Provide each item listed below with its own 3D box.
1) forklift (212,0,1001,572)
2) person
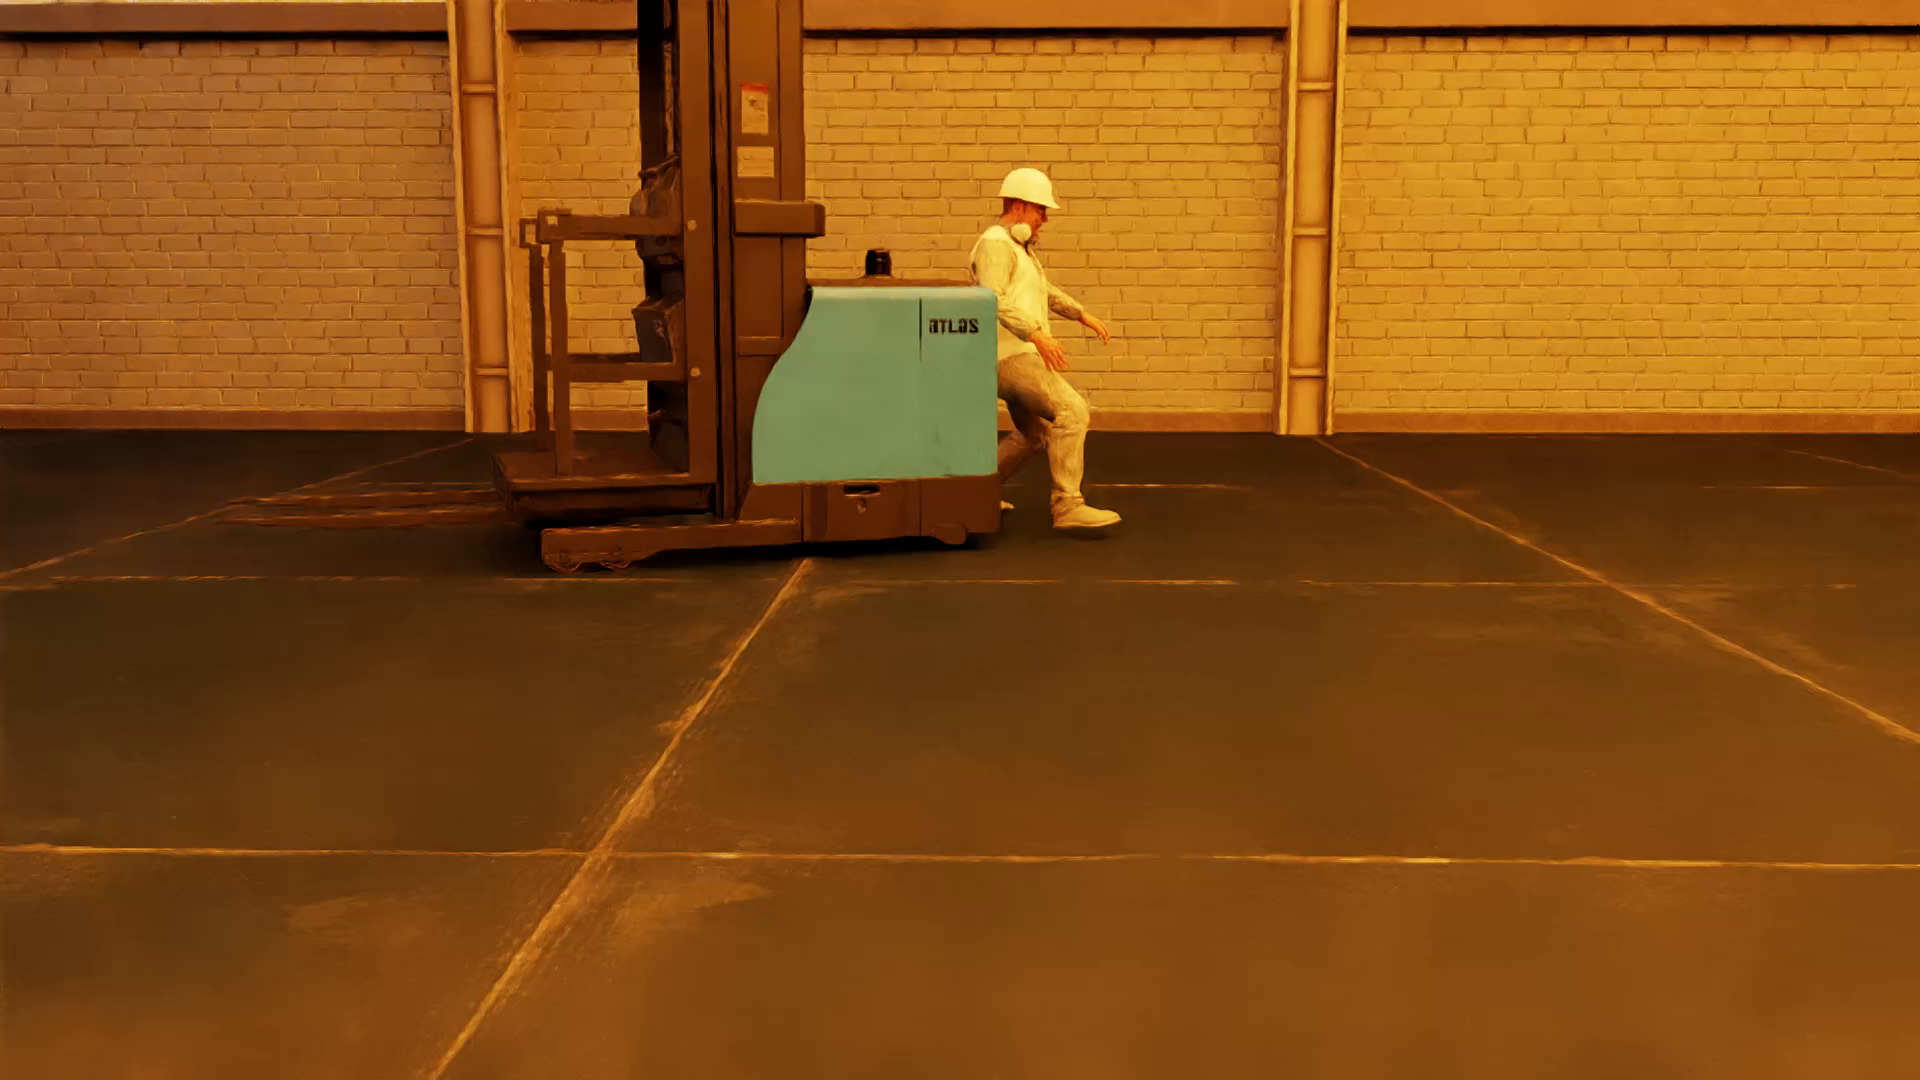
[{"bbox_3d":[-1.405,-1.415,6.683,3.031,2.935,1.130,-3,9,-18],"label":"forklift"},{"bbox_3d":[0.360,-0.861,7.563,0.925,1.631,0.992,2,9,15],"label":"person"}]
